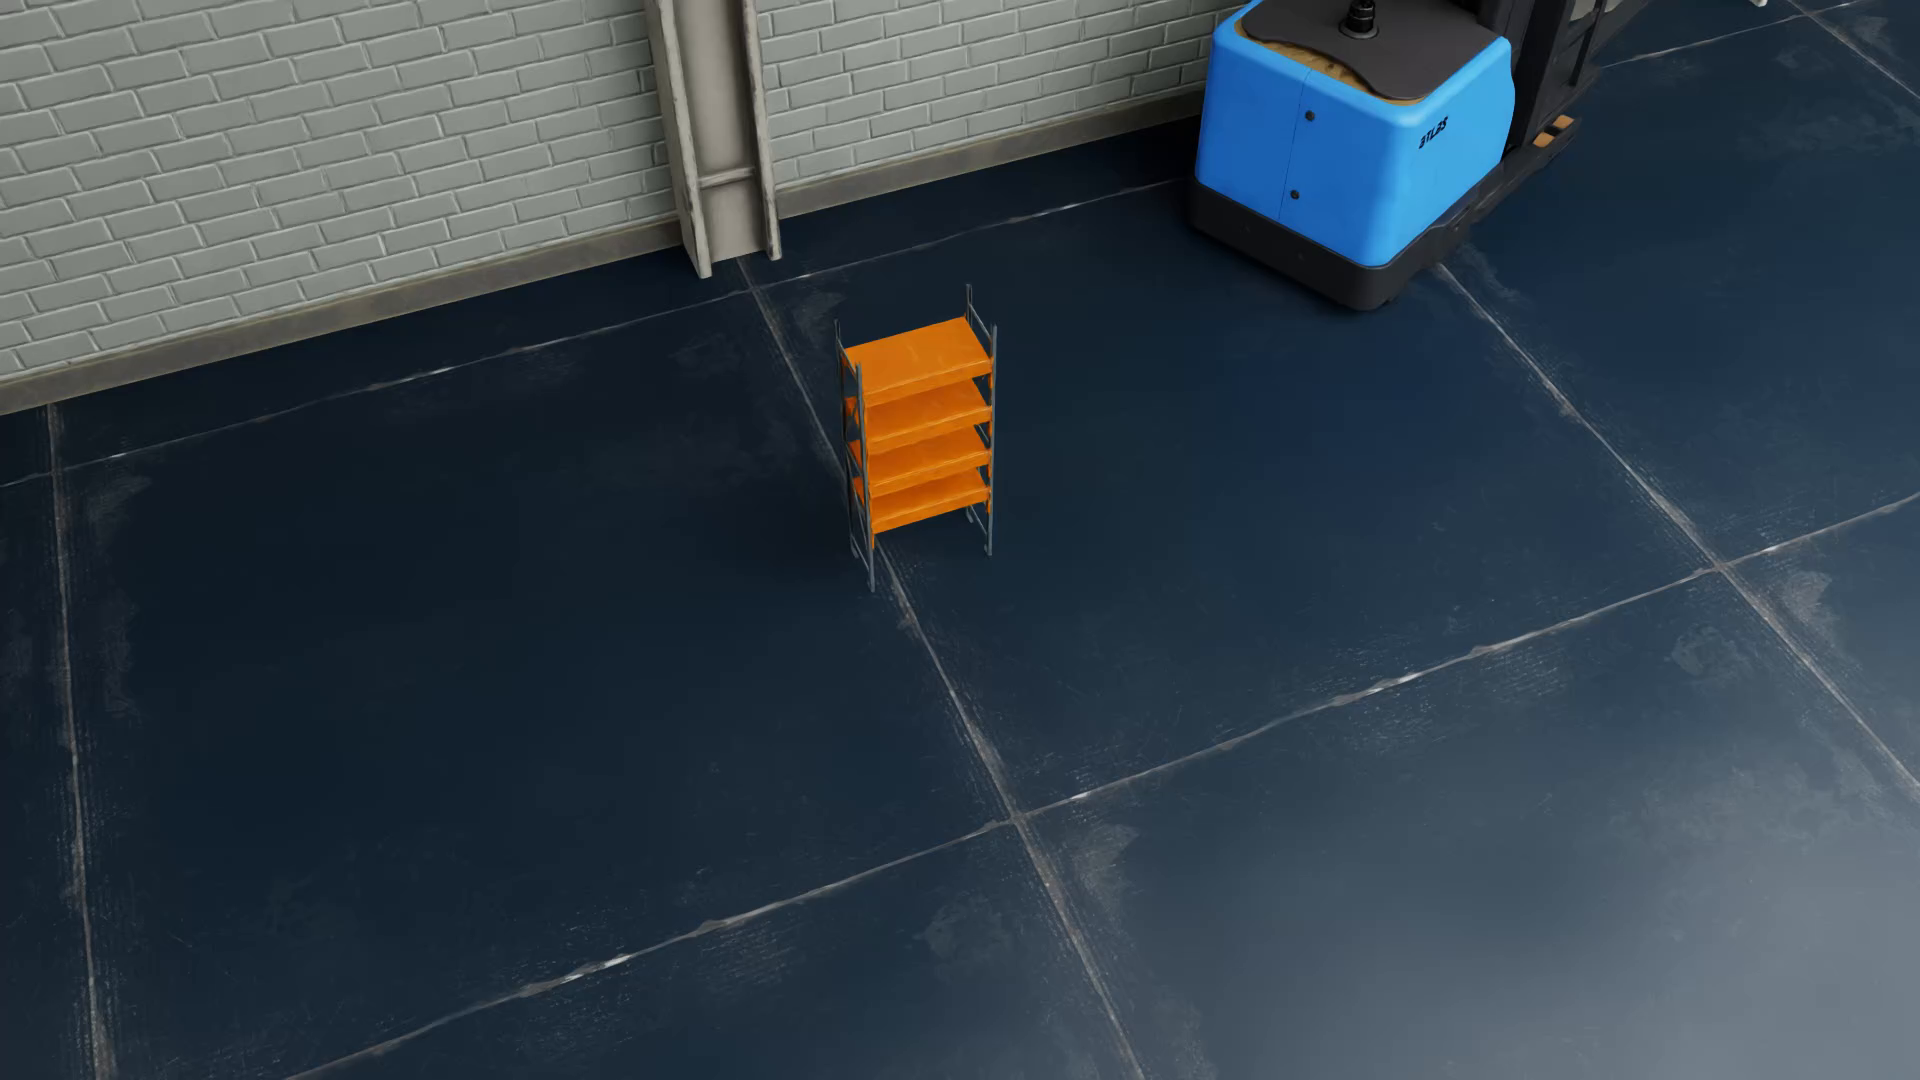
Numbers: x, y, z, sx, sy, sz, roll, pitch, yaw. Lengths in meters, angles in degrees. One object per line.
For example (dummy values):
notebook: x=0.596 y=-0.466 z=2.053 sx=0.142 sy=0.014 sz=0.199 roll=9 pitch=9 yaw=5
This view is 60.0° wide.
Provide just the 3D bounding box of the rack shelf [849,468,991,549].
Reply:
rack shelf: x=-0.153 y=-0.170 z=6.296 sx=0.480 sy=0.148 sz=0.258 roll=-17 pitch=52 yaw=-14

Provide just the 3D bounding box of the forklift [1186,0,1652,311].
forklift: x=2.413 y=-3.013 z=7.246 sx=1.130 sy=2.935 sz=3.031 roll=34 pitch=57 yaw=26

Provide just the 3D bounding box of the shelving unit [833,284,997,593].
shelving unit: x=-0.153 y=-0.343 z=6.095 sx=0.503 sy=1.200 sz=0.258 roll=-17 pitch=52 yaw=-14

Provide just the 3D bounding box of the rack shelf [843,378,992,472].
rack shelf: x=-0.153 y=-0.445 z=5.976 sx=0.480 sy=0.148 sz=0.258 roll=-17 pitch=52 yaw=-14

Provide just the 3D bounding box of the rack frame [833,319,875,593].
rack frame: x=-0.379 y=-0.273 z=6.035 sx=0.015 sy=1.200 sz=0.240 roll=-17 pitch=52 yaw=-14

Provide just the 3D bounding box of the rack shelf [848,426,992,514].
rack shelf: x=-0.153 y=-0.300 z=6.146 sx=0.480 sy=0.148 sz=0.258 roll=-17 pitch=52 yaw=-14

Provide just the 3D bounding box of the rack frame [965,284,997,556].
rack frame: x=0.073 y=-0.413 z=6.155 sx=0.015 sy=1.200 sz=0.240 roll=-17 pitch=52 yaw=-14

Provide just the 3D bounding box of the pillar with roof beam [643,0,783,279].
pillar with roof beam: x=0.564 y=-1.268 z=1.748 sx=0.400 sy=9.000 sz=9.100 roll=-17 pitch=52 yaw=-14

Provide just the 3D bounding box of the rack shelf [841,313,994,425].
rack shelf: x=-0.153 y=-0.599 z=5.797 sx=0.480 sy=0.148 sz=0.258 roll=-17 pitch=52 yaw=-14
